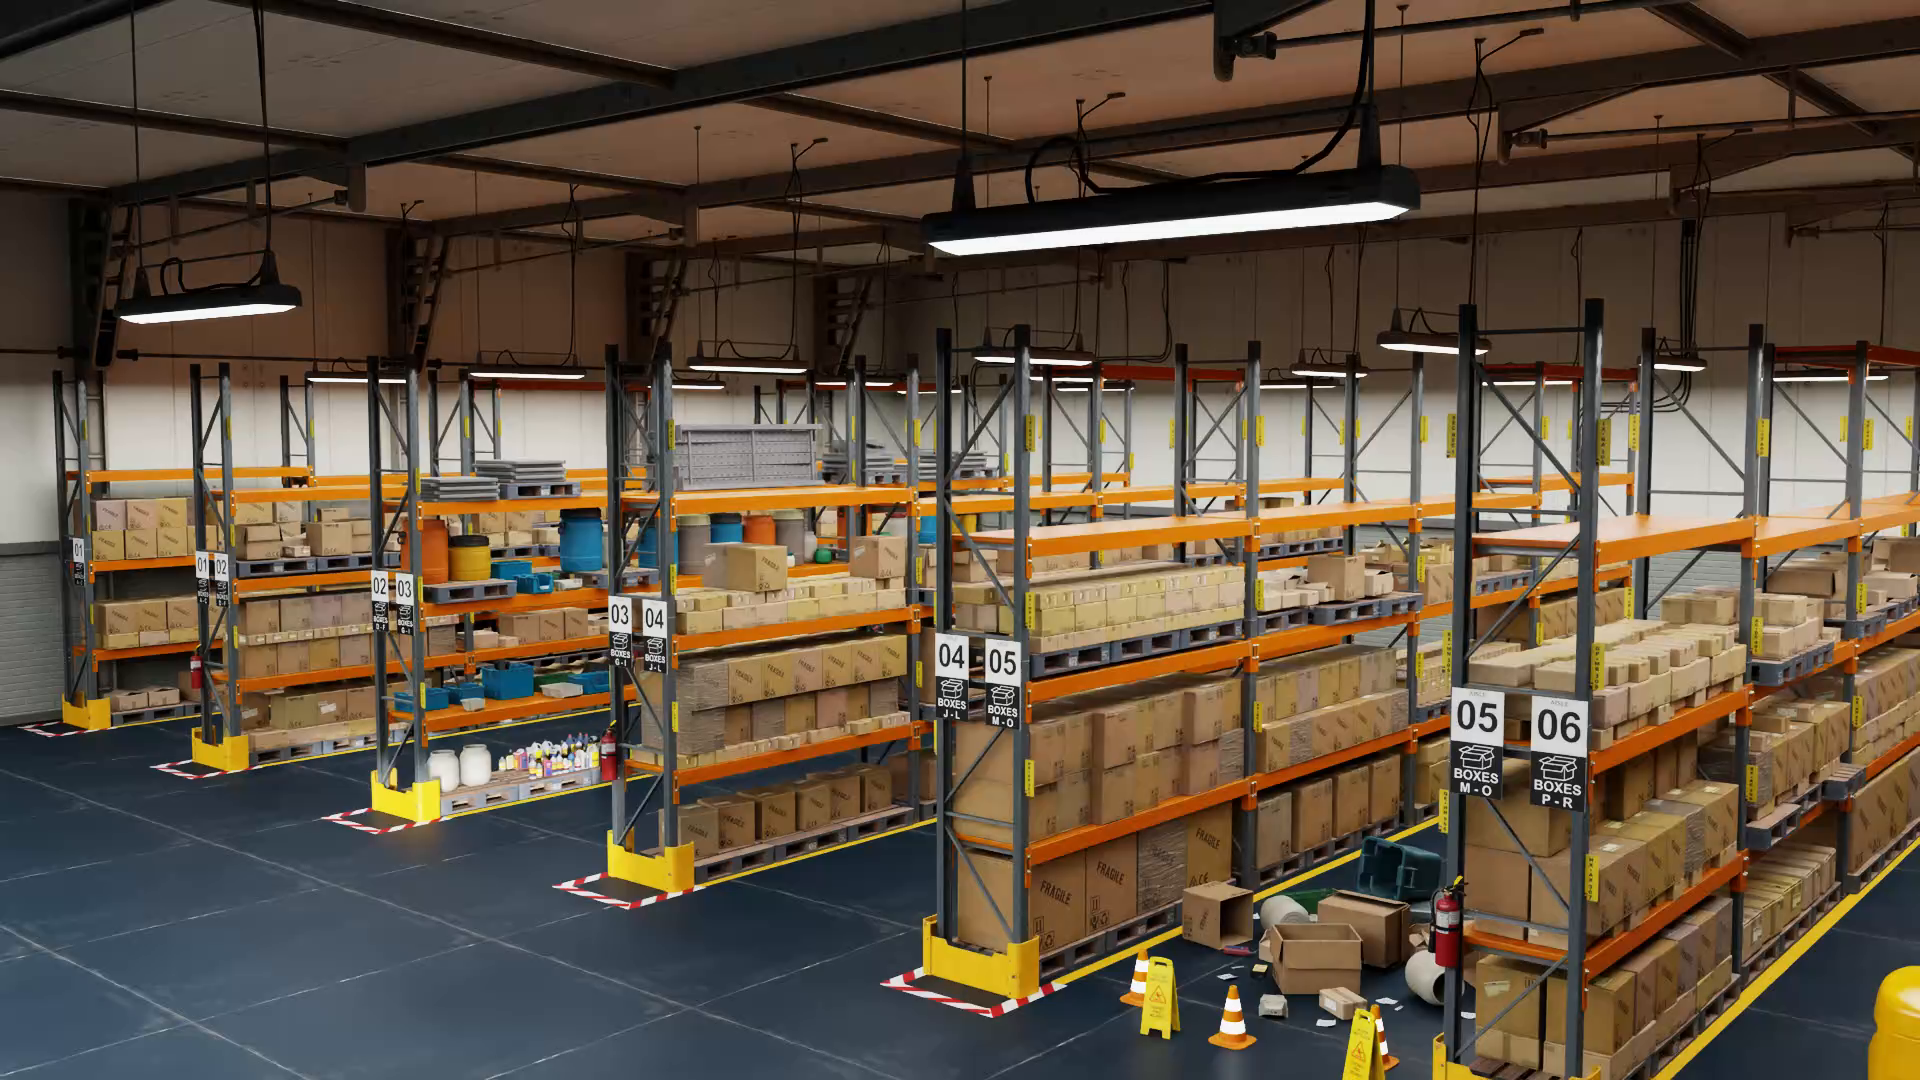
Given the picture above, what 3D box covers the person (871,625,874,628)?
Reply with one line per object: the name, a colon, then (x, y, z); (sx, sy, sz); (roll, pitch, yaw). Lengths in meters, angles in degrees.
person: (-2.474, 1.401, 40.276); (0.626, 1.662, 1.044); (3, 5, 34)
